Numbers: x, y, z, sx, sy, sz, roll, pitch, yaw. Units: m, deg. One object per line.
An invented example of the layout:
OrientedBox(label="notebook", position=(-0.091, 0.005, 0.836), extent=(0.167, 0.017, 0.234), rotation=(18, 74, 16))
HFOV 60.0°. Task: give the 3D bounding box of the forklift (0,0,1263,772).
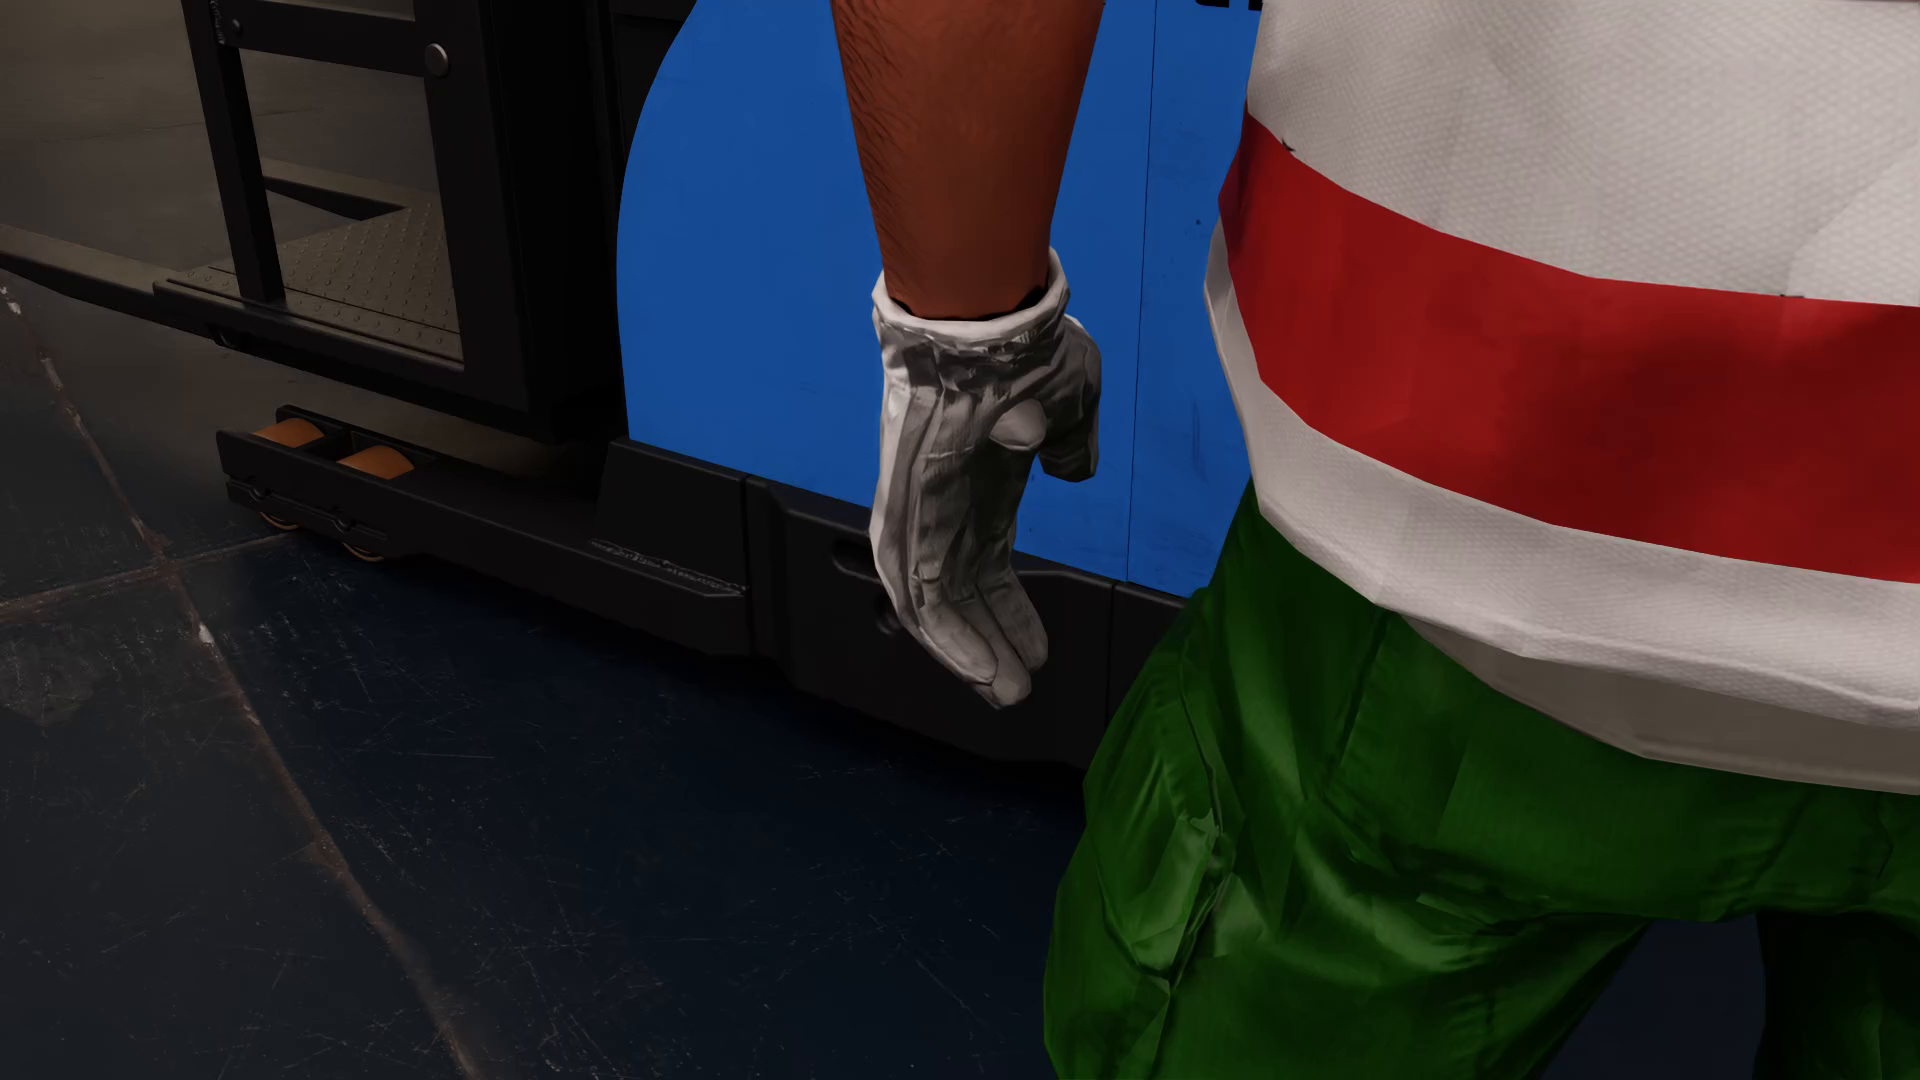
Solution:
OrientedBox(label="forklift", position=(-0.511, -1.459, 2.139), extent=(3.031, 2.935, 1.130), rotation=(16, 31, 29))
